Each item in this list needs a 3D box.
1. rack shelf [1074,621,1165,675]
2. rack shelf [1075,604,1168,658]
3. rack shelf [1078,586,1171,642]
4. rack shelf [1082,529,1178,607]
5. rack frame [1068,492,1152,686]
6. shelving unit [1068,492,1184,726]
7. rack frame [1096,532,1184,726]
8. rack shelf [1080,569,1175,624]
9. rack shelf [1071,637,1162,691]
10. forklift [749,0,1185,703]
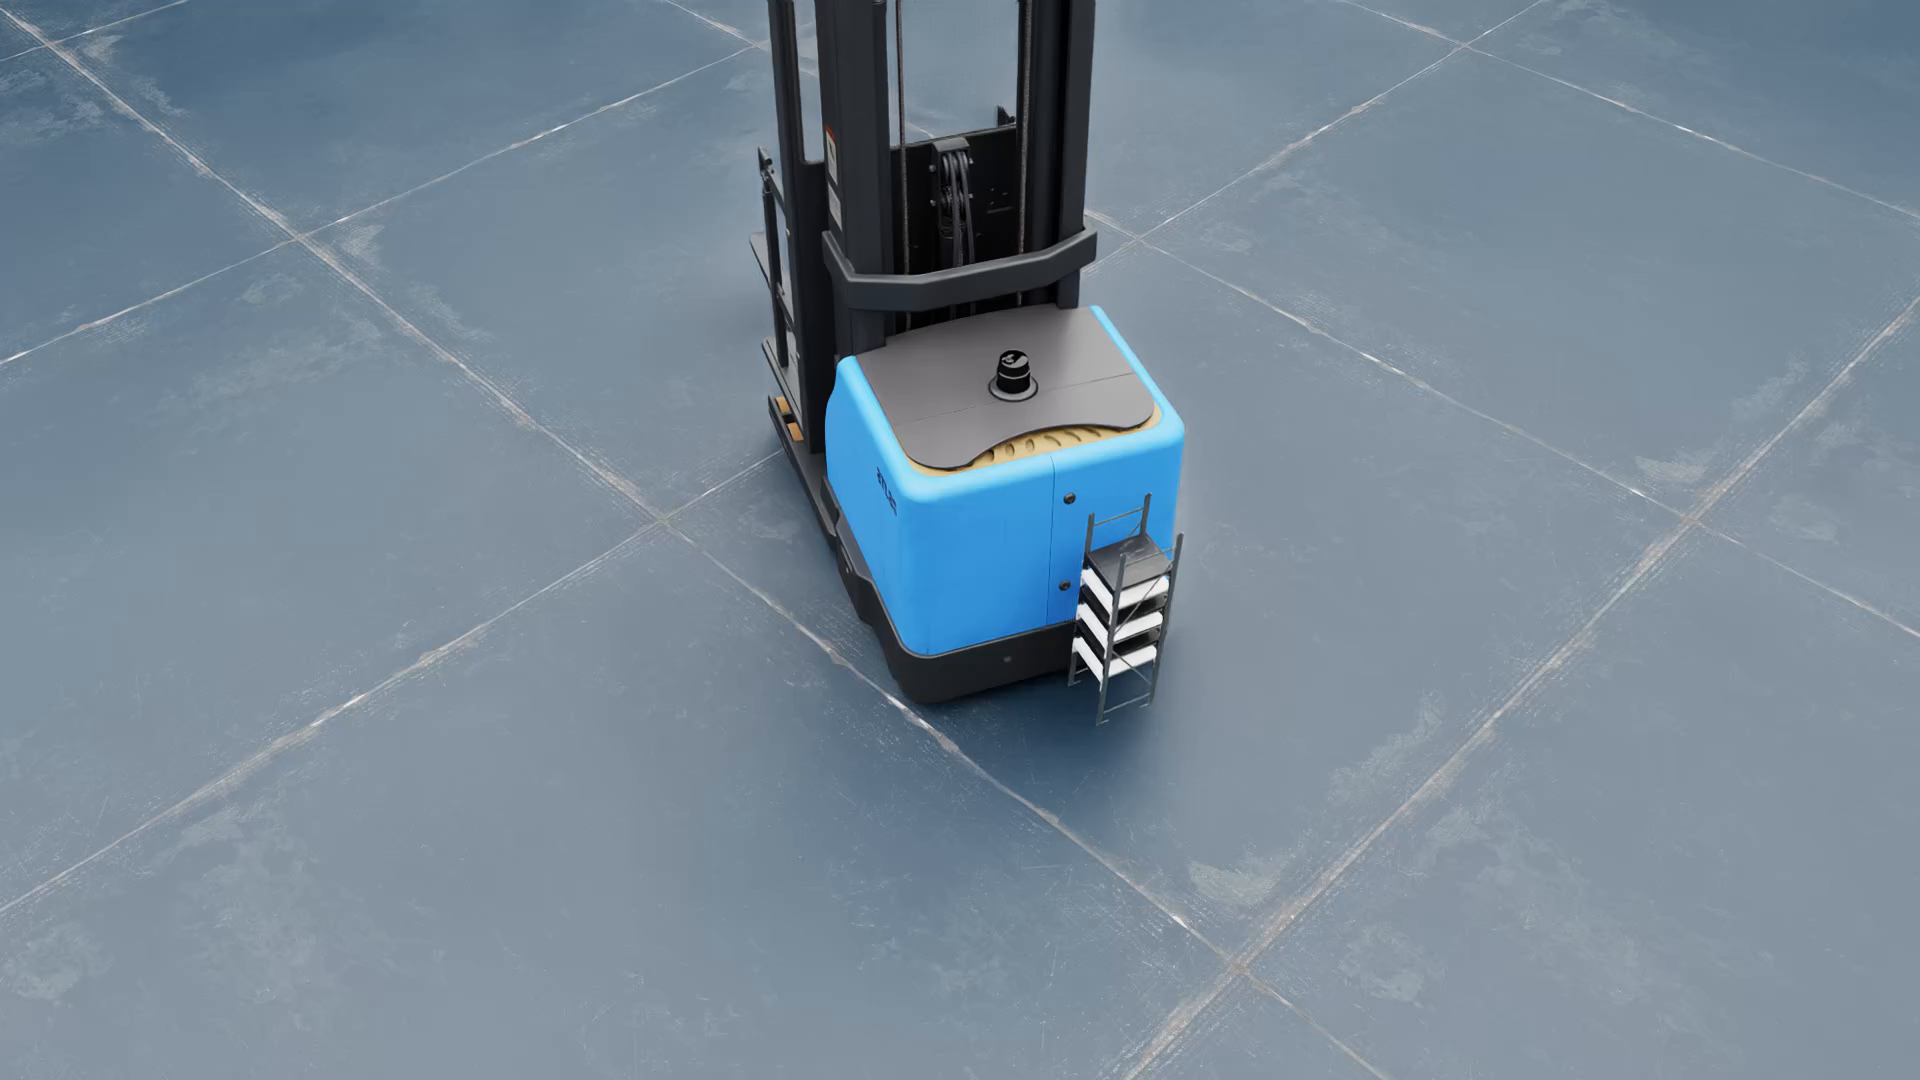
[{"bbox_3d":[0.563,0.343,5.888,0.258,0.077,0.200,-19,50,-20],"label":"rack shelf"},{"bbox_3d":[0.566,0.280,5.823,0.258,0.077,0.200,-19,50,-20],"label":"rack shelf"},{"bbox_3d":[0.568,0.218,5.758,0.258,0.077,0.200,-19,50,-20],"label":"rack shelf"},{"bbox_3d":[0.574,0.093,5.629,0.258,0.077,0.200,-19,50,-20],"label":"rack shelf"},{"bbox_3d":[0.521,0.191,5.861,0.240,0.900,0.006,-19,50,-20],"label":"rack frame"},{"bbox_3d":[0.567,0.257,5.799,0.258,0.900,0.210,-19,50,-20],"label":"shelving unit"},{"bbox_3d":[0.613,0.324,5.737,0.240,0.900,0.006,-19,50,-20],"label":"rack frame"},{"bbox_3d":[0.571,0.156,5.693,0.258,0.077,0.200,-19,50,-20],"label":"rack shelf"},{"bbox_3d":[0.560,0.405,5.953,0.258,0.077,0.200,-19,50,-20],"label":"rack shelf"},{"bbox_3d":[-0.190,-1.501,6.215,1.130,2.935,3.031,-14,44,-14],"label":"forklift"}]
